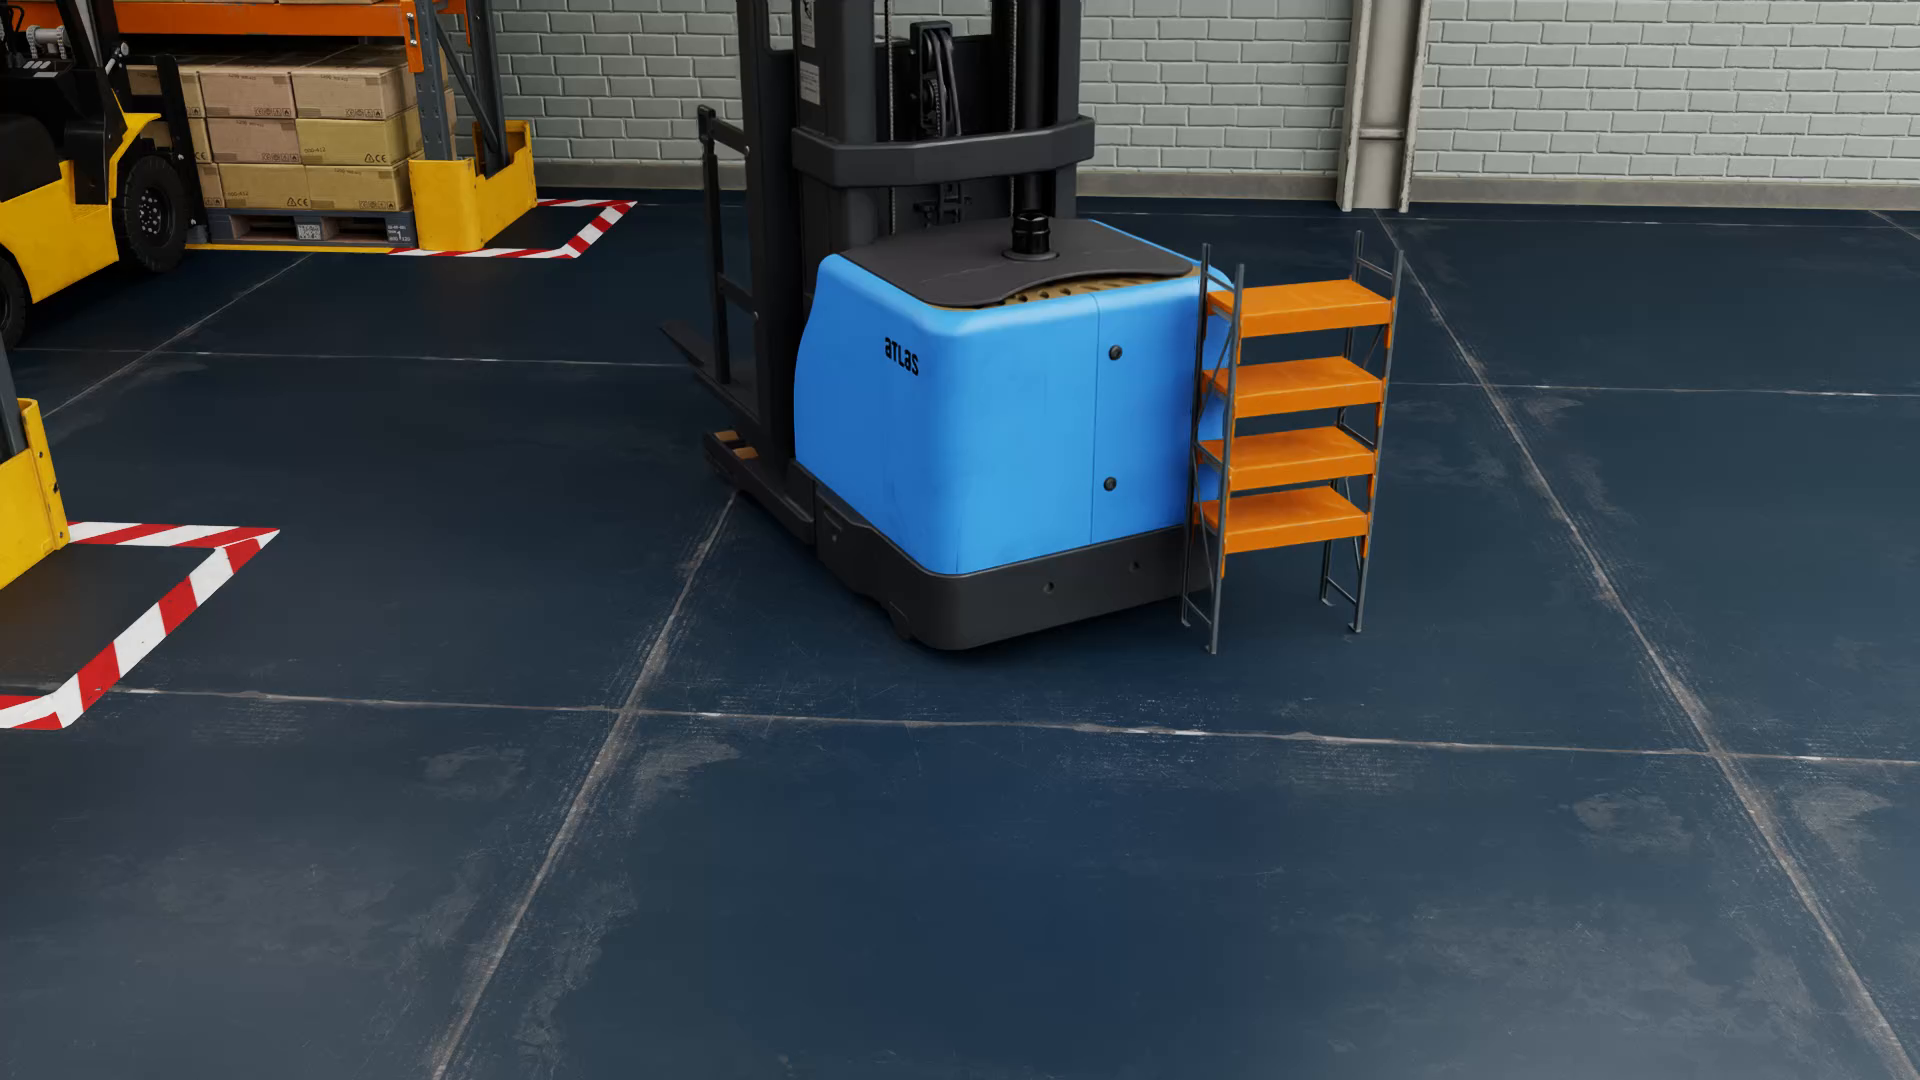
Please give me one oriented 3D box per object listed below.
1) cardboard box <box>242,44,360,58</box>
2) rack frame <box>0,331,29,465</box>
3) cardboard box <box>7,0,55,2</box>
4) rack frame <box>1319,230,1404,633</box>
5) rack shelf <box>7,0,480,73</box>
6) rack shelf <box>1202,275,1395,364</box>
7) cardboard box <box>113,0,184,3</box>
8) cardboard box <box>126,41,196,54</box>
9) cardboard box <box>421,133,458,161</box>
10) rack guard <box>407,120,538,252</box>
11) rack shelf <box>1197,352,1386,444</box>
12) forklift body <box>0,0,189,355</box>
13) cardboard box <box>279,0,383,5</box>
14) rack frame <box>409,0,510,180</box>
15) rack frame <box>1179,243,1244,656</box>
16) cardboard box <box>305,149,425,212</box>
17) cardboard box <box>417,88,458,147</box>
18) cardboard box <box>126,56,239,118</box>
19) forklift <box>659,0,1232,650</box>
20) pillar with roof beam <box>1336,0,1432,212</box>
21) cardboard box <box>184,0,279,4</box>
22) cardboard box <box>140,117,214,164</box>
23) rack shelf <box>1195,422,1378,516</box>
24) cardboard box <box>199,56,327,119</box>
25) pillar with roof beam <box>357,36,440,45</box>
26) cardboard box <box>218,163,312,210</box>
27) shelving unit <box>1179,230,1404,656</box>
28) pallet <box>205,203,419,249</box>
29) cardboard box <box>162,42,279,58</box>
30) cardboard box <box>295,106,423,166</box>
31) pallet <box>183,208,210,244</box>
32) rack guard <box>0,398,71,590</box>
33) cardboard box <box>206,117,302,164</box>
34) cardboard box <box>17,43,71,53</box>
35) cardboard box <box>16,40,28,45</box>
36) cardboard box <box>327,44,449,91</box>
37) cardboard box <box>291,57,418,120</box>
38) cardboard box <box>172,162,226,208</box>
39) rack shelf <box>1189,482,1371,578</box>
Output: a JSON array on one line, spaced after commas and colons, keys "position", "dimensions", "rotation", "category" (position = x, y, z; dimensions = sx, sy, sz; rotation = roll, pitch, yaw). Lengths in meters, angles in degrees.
[{"position": [-3.796, -2.714, 9.651], "dimensions": [0.500, 0.250, 0.500], "rotation": [2, 25, 4], "category": "cardboard box"}, {"position": [-3.209, -1.141, 4.640], "dimensions": [0.127, 3.000, 1.000], "rotation": [2, 25, 4], "category": "rack frame"}, {"position": [-4.873, -3.210, 9.017], "dimensions": [0.500, 0.500, 0.500], "rotation": [2, 25, 4], "category": "cardboard box"}, {"position": [1.193, -0.307, 4.981], "dimensions": [0.015, 1.200, 0.240], "rotation": [-7, 26, -16], "category": "rack frame"}, {"position": [-4.827, -2.947, 9.426], "dimensions": [4.000, 0.370, 1.077], "rotation": [2, 25, 4], "category": "rack shelf"}, {"position": [0.960, -0.633, 4.751], "dimensions": [0.480, 0.148, 0.258], "rotation": [-7, 26, -16], "category": "rack shelf"}, {"position": [-4.371, -3.198, 8.992], "dimensions": [0.500, 0.500, 0.500], "rotation": [1, 25, 3], "category": "cardboard box"}, {"position": [-4.804, -2.754, 9.737], "dimensions": [0.500, 0.250, 0.500], "rotation": [1, 25, 3], "category": "cardboard box"}, {"position": [-3.308, -2.248, 9.835], "dimensions": [0.500, 0.250, 0.500], "rotation": [2, 25, 4], "category": "cardboard box"}, {"position": [-2.809, -2.073, 9.658], "dimensions": [0.348, 0.500, 1.175], "rotation": [2, 25, 4], "category": "rack guard"}, {"position": [0.960, -0.419, 4.850], "dimensions": [0.480, 0.148, 0.258], "rotation": [-7, 26, -16], "category": "rack shelf"}, {"position": [-4.863, -2.124, 7.794], "dimensions": [1.214, 2.155, 2.313], "rotation": [2, 25, 4], "category": "forklift body"}, {"position": [-3.344, -3.161, 8.912], "dimensions": [0.500, 0.500, 0.500], "rotation": [1, 25, 3], "category": "cardboard box"}, {"position": [-2.833, -3.210, 9.137], "dimensions": [0.127, 3.000, 1.000], "rotation": [2, 25, 4], "category": "rack frame"}, {"position": [0.727, -0.246, 4.850], "dimensions": [0.015, 1.200, 0.240], "rotation": [-7, 26, -16], "category": "rack frame"}, {"position": [-3.326, -2.035, 9.370], "dimensions": [0.500, 0.250, 0.500], "rotation": [2, 25, 4], "category": "cardboard box"}, {"position": [-3.286, -2.480, 9.740], "dimensions": [0.500, 0.250, 0.500], "rotation": [2, 25, 5], "category": "cardboard box"}, {"position": [-4.329, -2.516, 9.220], "dimensions": [0.500, 0.250, 0.500], "rotation": [2, 25, 5], "category": "cardboard box"}, {"position": [-0.314, -1.588, 5.694], "dimensions": [1.130, 2.935, 3.031], "rotation": [-13, 28, -25], "category": "forklift"}, {"position": [2.195, -4.347, 4.431], "dimensions": [0.400, 9.000, 9.100], "rotation": [2, 25, 4], "category": "pillar with roof beam"}, {"position": [-3.860, -3.182, 8.957], "dimensions": [0.500, 0.500, 0.500], "rotation": [3, 25, 6], "category": "cardboard box"}, {"position": [-4.358, -2.292, 9.331], "dimensions": [0.500, 0.250, 0.500], "rotation": [1, 25, 3], "category": "cardboard box"}, {"position": [0.960, -0.215, 4.944], "dimensions": [0.480, 0.148, 0.258], "rotation": [-7, 26, -16], "category": "rack shelf"}, {"position": [-3.826, -2.504, 9.194], "dimensions": [0.500, 0.250, 0.500], "rotation": [2, 25, 5], "category": "cardboard box"}, {"position": [-3.788, -4.539, 4.848], "dimensions": [0.400, 9.000, 9.100], "rotation": [2, 25, 4], "category": "pillar with roof beam"}, {"position": [-3.821, -2.054, 9.413], "dimensions": [0.500, 0.250, 0.500], "rotation": [2, 25, 4], "category": "cardboard box"}, {"position": [0.960, -0.276, 4.916], "dimensions": [0.503, 1.200, 0.258], "rotation": [-7, 26, -16], "category": "shelving unit"}, {"position": [-3.599, -1.950, 9.735], "dimensions": [1.213, 0.211, 1.003], "rotation": [2, 25, 4], "category": "pallet"}, {"position": [-4.294, -2.735, 9.696], "dimensions": [0.500, 0.250, 0.500], "rotation": [2, 25, 4], "category": "cardboard box"}, {"position": [-3.342, -2.264, 9.270], "dimensions": [0.500, 0.250, 0.500], "rotation": [2, 25, 3], "category": "cardboard box"}, {"position": [-4.812, -1.990, 9.822], "dimensions": [1.213, 0.211, 1.003], "rotation": [2, 25, 4], "category": "pallet"}, {"position": [-3.285, -0.008, 5.168], "dimensions": [0.348, 0.500, 1.175], "rotation": [2, 25, 4], "category": "rack guard"}, {"position": [-3.842, -2.284, 9.315], "dimensions": [0.500, 0.250, 0.500], "rotation": [2, 25, 3], "category": "cardboard box"}, {"position": [-5.306, -2.767, 9.765], "dimensions": [0.500, 0.250, 0.500], "rotation": [2, 25, 4], "category": "cardboard box"}, {"position": [-5.809, -2.788, 9.812], "dimensions": [0.500, 0.250, 0.500], "rotation": [1, 25, 3], "category": "cardboard box"}, {"position": [-3.298, -2.700, 9.620], "dimensions": [0.500, 0.250, 0.500], "rotation": [1, 25, 3], "category": "cardboard box"}, {"position": [-3.316, -2.490, 9.164], "dimensions": [0.500, 0.250, 0.500], "rotation": [3, 25, 6], "category": "cardboard box"}, {"position": [-4.319, -2.074, 9.456], "dimensions": [0.500, 0.250, 0.500], "rotation": [2, 25, 5], "category": "cardboard box"}, {"position": [0.960, -0.035, 5.027], "dimensions": [0.480, 0.148, 0.258], "rotation": [-7, 26, -16], "category": "rack shelf"}]
